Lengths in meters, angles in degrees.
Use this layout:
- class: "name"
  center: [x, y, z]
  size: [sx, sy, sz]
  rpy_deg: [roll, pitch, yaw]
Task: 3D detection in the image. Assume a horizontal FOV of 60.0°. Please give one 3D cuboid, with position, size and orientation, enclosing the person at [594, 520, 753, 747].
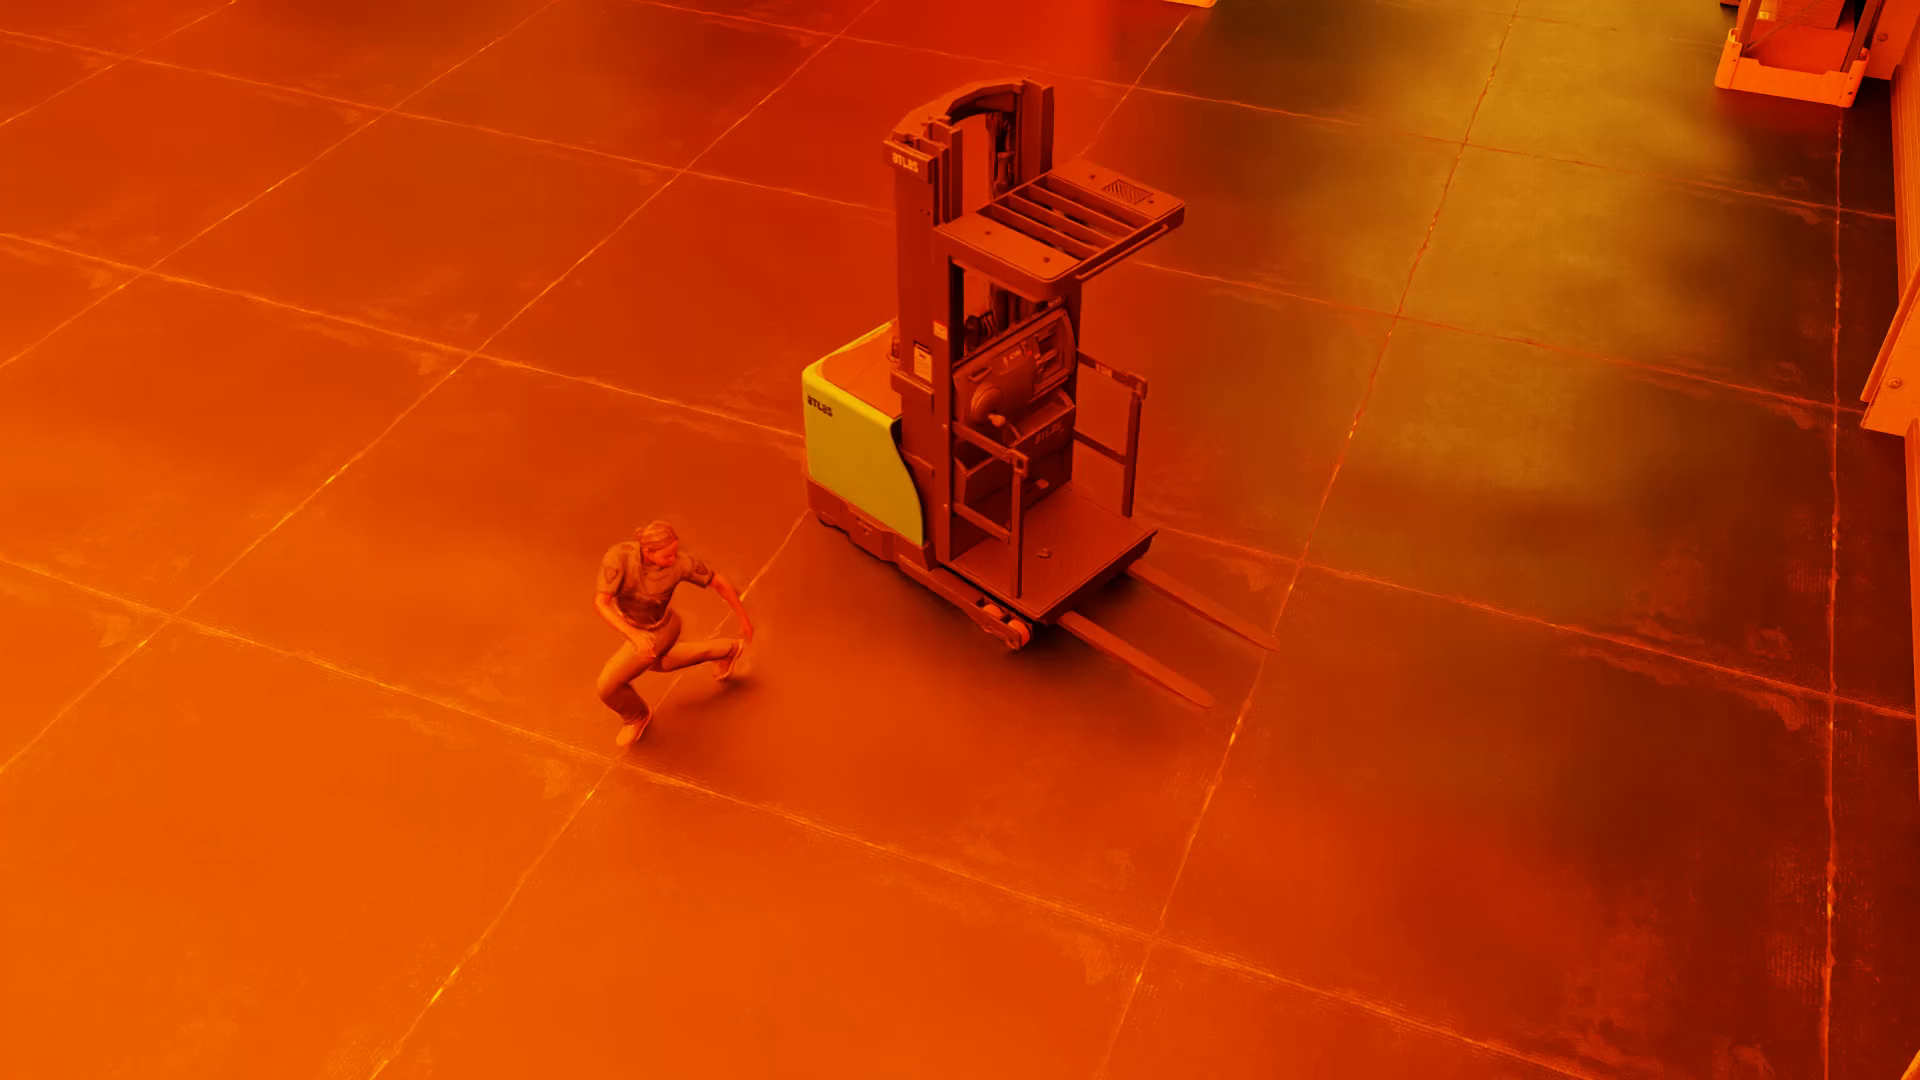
- class: "person"
  center: [-1.516, 0.436, 8.725]
  size: [0.625, 1.429, 0.895]
  rpy_deg: [28, 48, 30]

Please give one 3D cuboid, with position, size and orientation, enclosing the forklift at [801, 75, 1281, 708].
- class: "forklift"
  center: [0.458, -0.880, 9.057]
  size: [3.031, 2.935, 1.130]
  rpy_deg: [31, 49, 32]
